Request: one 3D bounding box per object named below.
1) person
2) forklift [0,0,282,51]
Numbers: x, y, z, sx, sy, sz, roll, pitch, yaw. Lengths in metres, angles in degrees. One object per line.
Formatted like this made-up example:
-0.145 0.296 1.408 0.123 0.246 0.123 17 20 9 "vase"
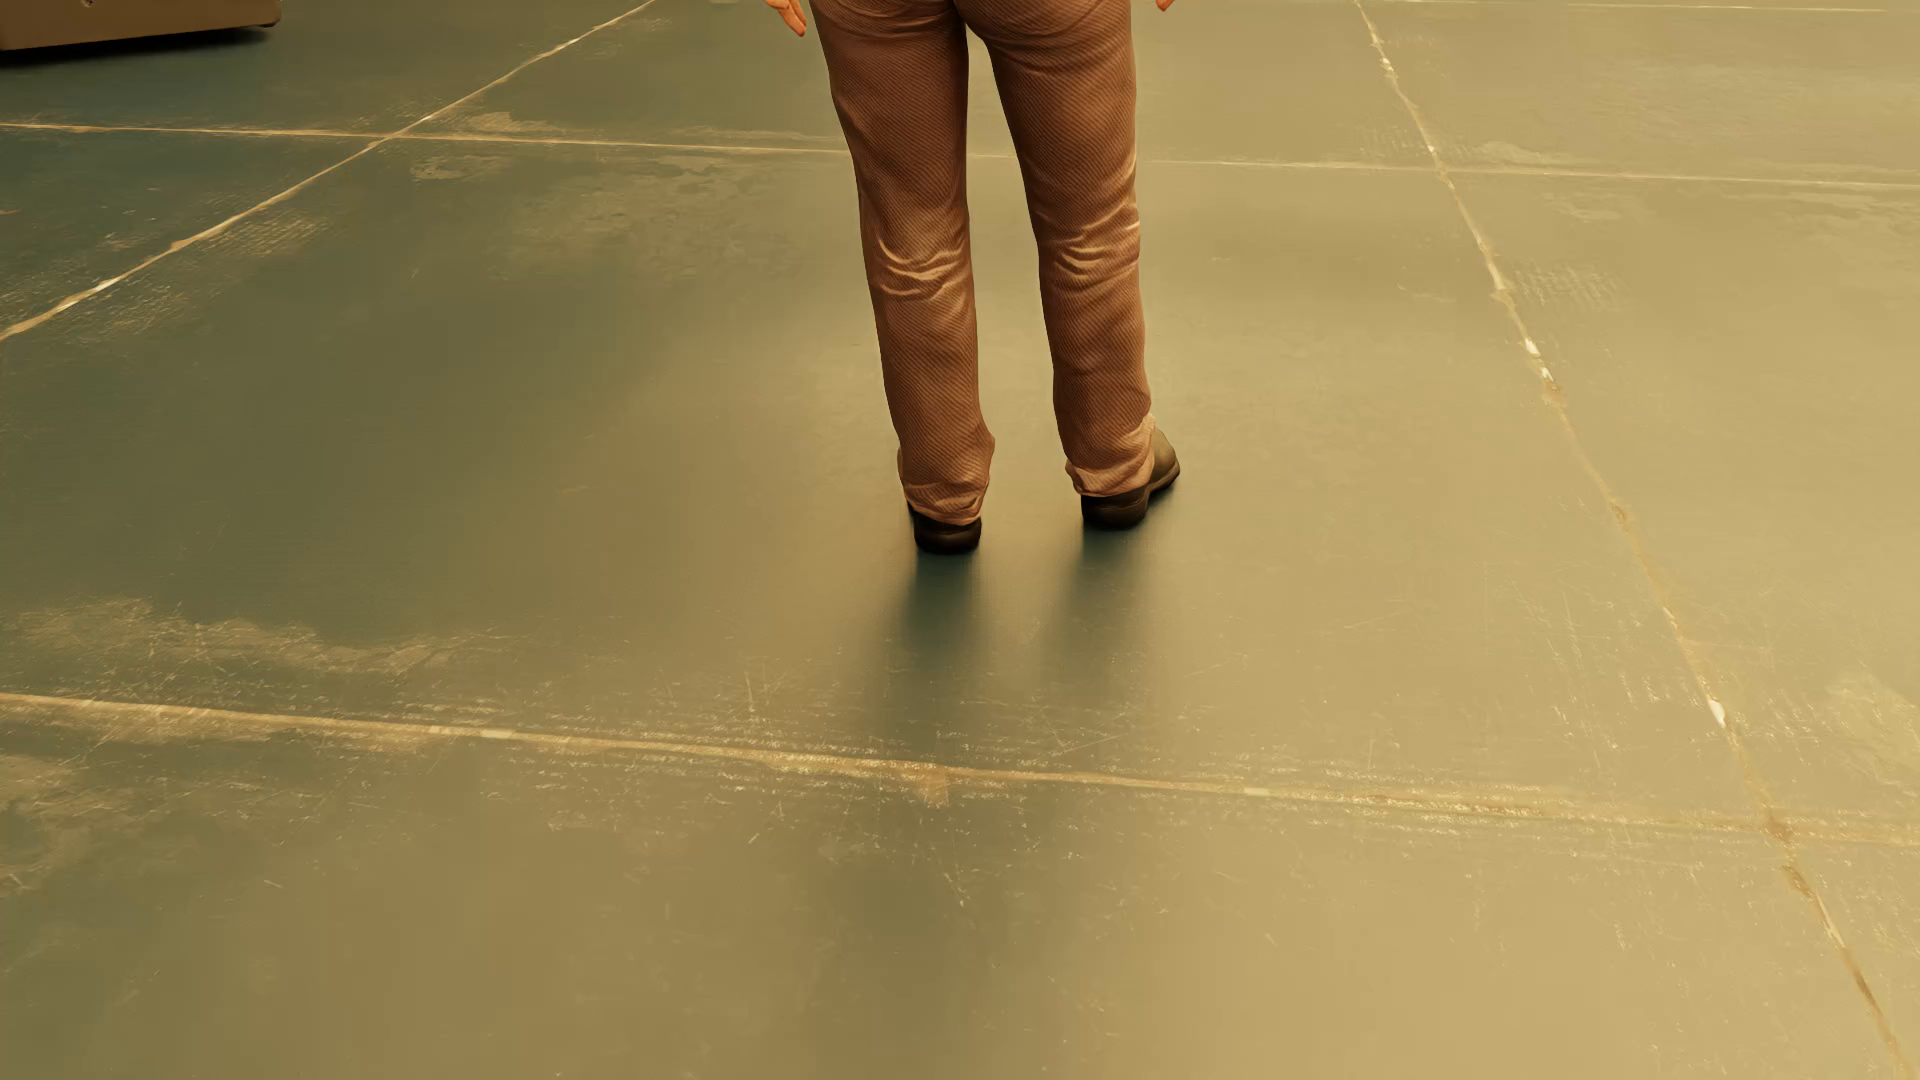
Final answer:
0.015 -0.804 2.167 0.634 1.722 0.566 3 27 7 "person"
-3.854 -3.577 6.386 1.130 2.935 3.031 -19 32 -33 "forklift"
